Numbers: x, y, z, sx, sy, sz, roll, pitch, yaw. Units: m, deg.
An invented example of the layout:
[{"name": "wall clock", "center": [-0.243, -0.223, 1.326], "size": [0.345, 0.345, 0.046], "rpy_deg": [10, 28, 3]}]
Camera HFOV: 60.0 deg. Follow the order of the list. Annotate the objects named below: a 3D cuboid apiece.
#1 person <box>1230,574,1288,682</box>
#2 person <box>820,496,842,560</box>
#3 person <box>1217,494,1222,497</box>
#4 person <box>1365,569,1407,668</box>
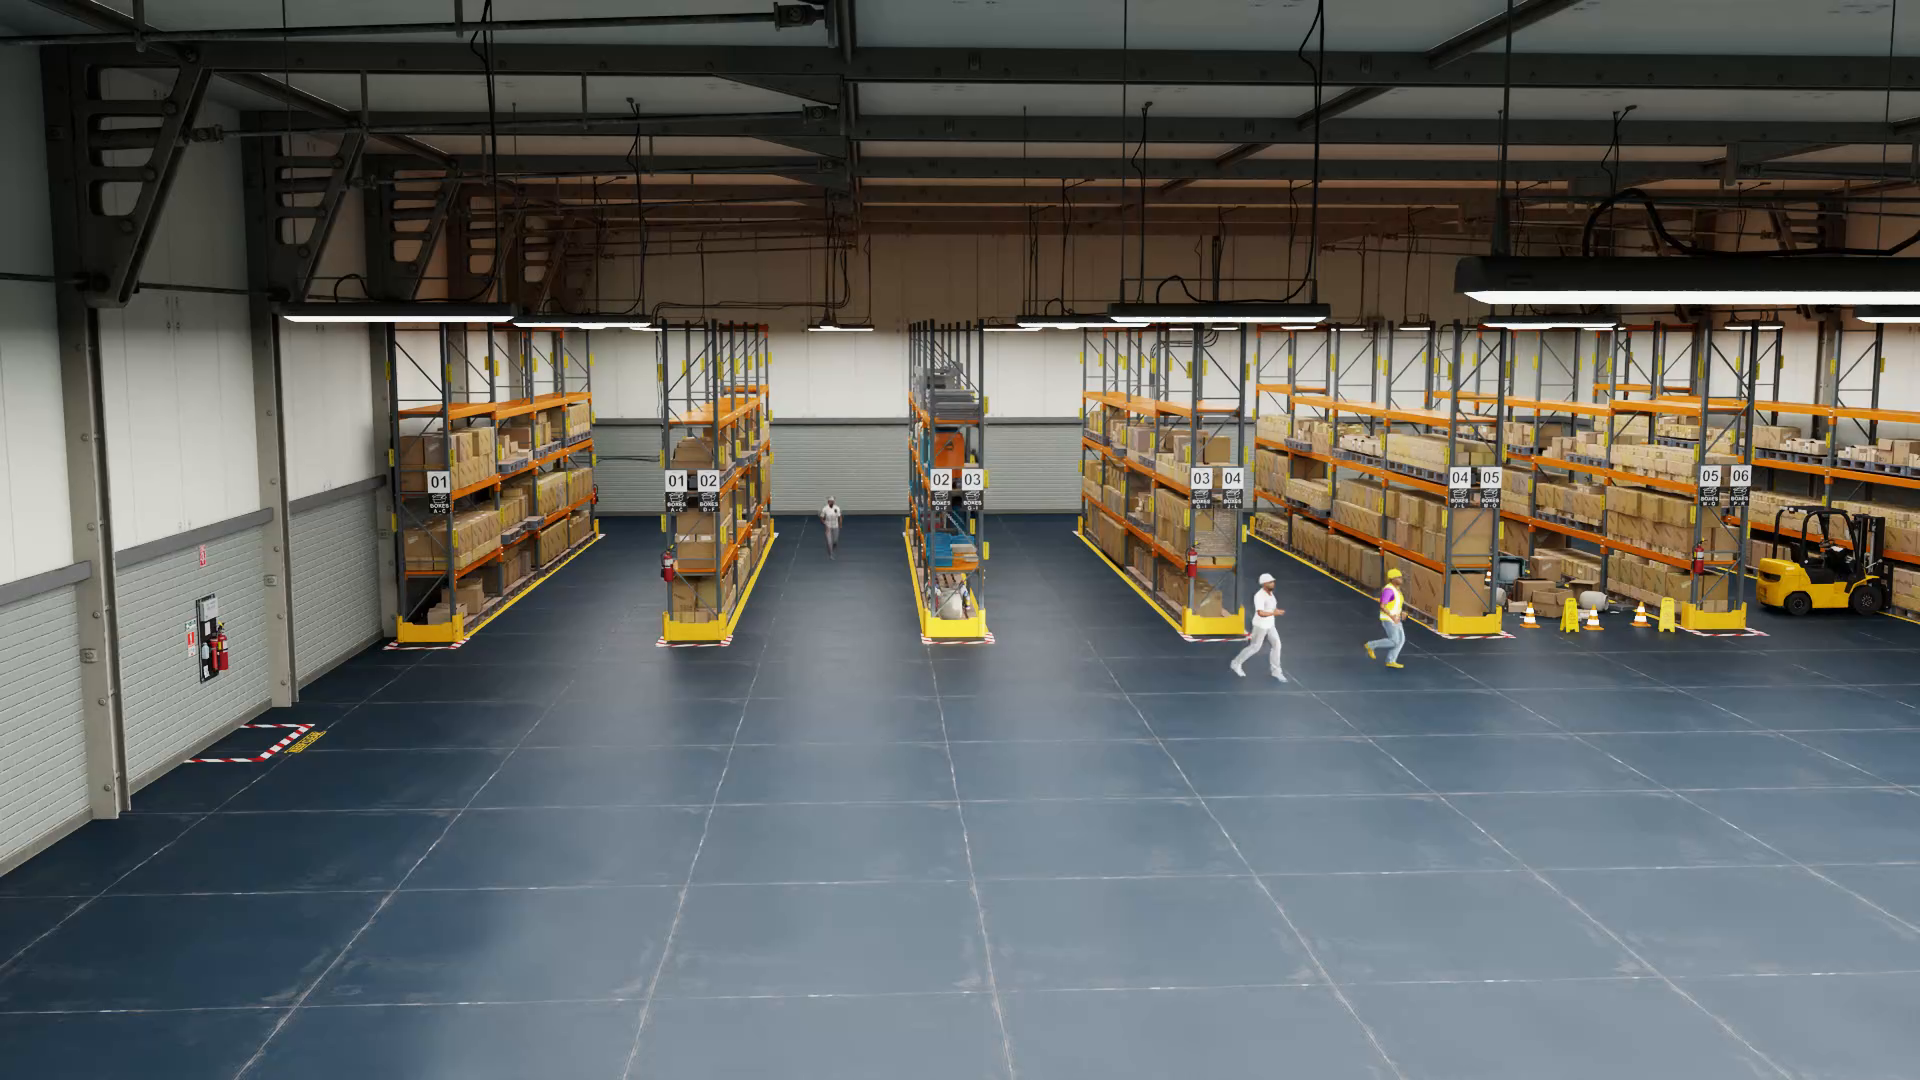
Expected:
[{"name": "person", "center": [4.988, 1.446, 27.587], "size": [0.940, 1.806, 0.707], "rpy_deg": [4, 8, 30]}, {"name": "person", "center": [-3.290, -0.324, 42.493], "size": [0.555, 1.648, 0.592], "rpy_deg": [-2, 7, -12]}, {"name": "person", "center": [7.197, -0.929, 47.198], "size": [0.791, 1.669, 0.540], "rpy_deg": [2, 7, 19]}, {"name": "person", "center": [7.353, 1.343, 28.668], "size": [0.652, 1.715, 0.687], "rpy_deg": [4, 8, 30]}]
